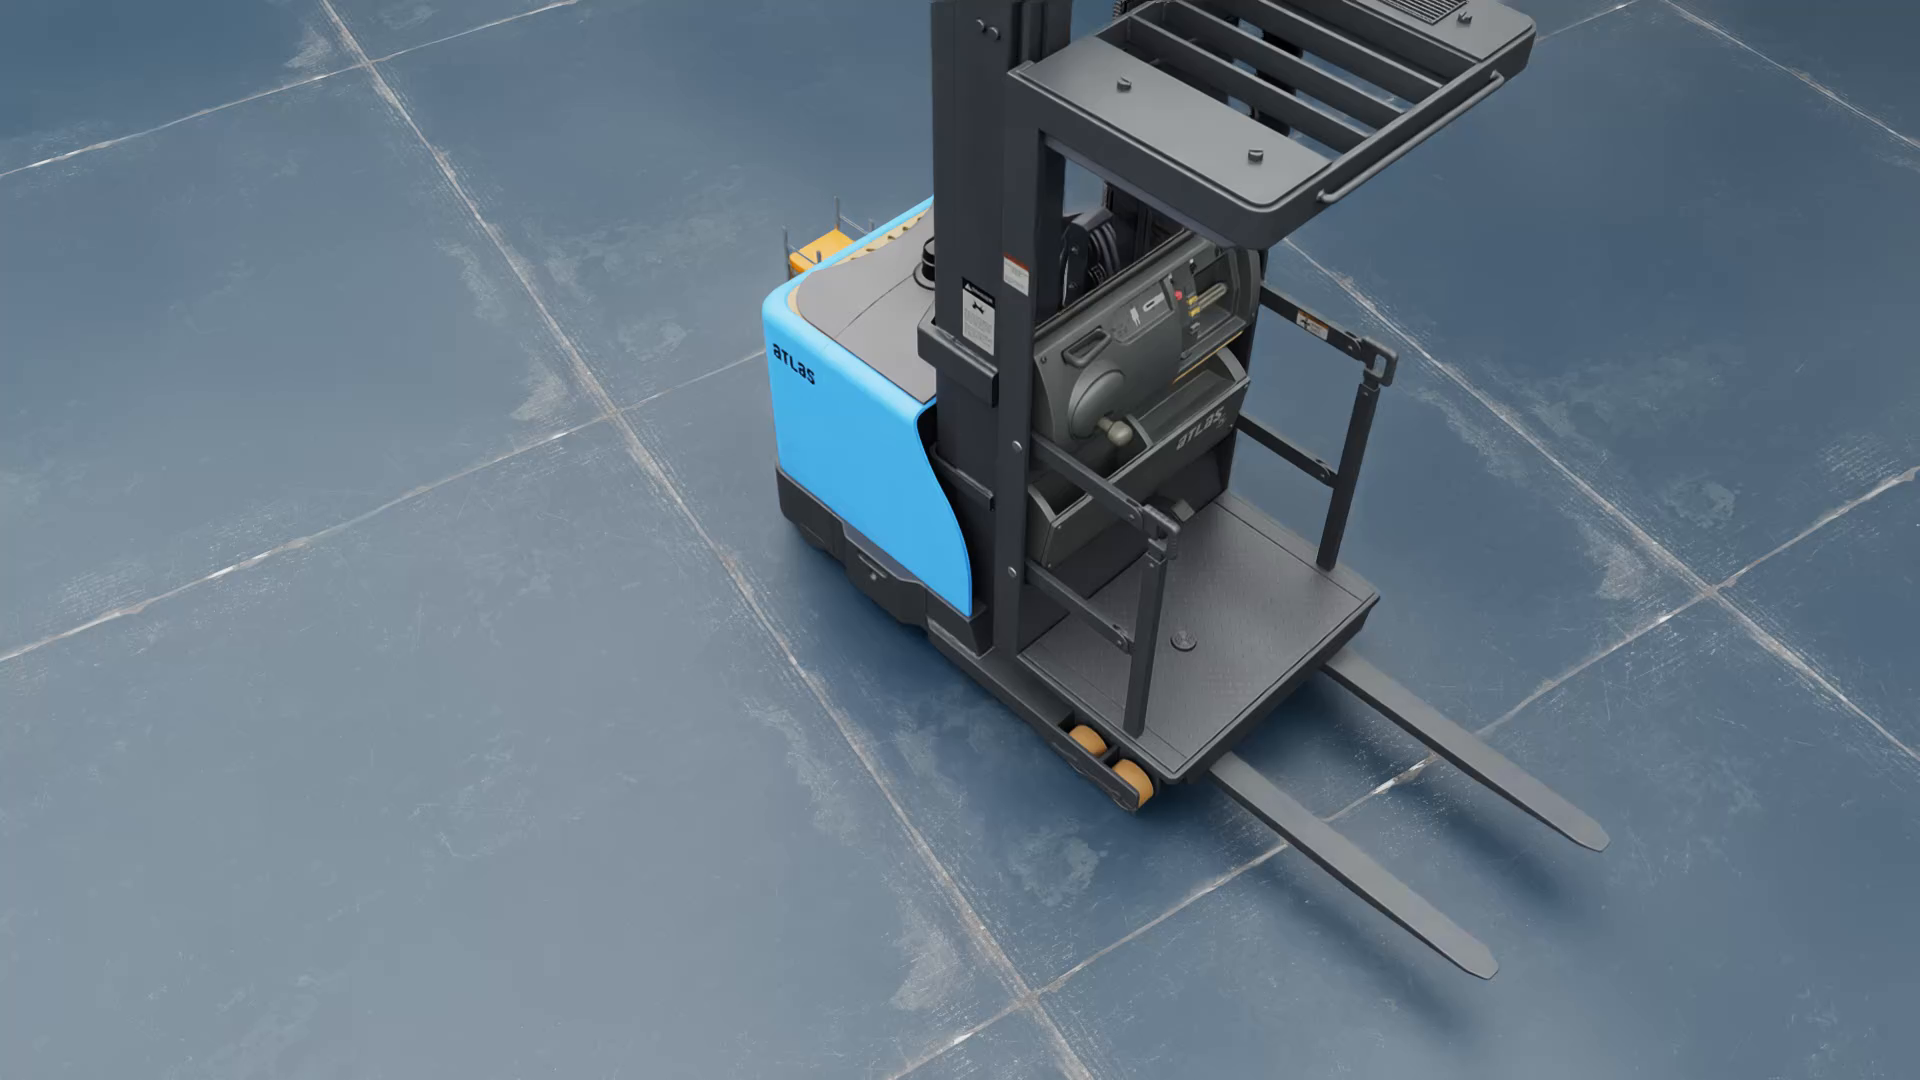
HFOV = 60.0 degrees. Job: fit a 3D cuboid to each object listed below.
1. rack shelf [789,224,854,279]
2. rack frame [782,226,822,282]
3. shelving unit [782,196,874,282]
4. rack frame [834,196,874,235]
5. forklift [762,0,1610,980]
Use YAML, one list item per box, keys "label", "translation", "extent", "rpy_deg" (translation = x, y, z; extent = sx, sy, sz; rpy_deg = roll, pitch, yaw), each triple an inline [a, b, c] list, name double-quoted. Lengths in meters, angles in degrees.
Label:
- label: "rack shelf"
  translation: [-0.464, -0.942, 6.020]
  extent: [0.240, 0.259, 0.215]
  rpy_deg: [-36, 57, -28]
- label: "rack frame"
  translation: [-0.551, -0.696, 6.167]
  extent: [0.008, 1.050, 0.200]
  rpy_deg: [-36, 57, -28]
- label: "shelving unit"
  translation: [-0.464, -0.760, 6.224]
  extent: [0.252, 1.050, 0.215]
  rpy_deg: [-36, 57, -28]
- label: "rack frame"
  translation: [-0.377, -0.824, 6.281]
  extent: [0.008, 1.050, 0.200]
  rpy_deg: [-36, 57, -28]
- label: "forklift"
  translation: [0.711, -0.532, 4.762]
  extent: [1.130, 2.935, 3.031]
  rpy_deg: [-36, 58, -28]
